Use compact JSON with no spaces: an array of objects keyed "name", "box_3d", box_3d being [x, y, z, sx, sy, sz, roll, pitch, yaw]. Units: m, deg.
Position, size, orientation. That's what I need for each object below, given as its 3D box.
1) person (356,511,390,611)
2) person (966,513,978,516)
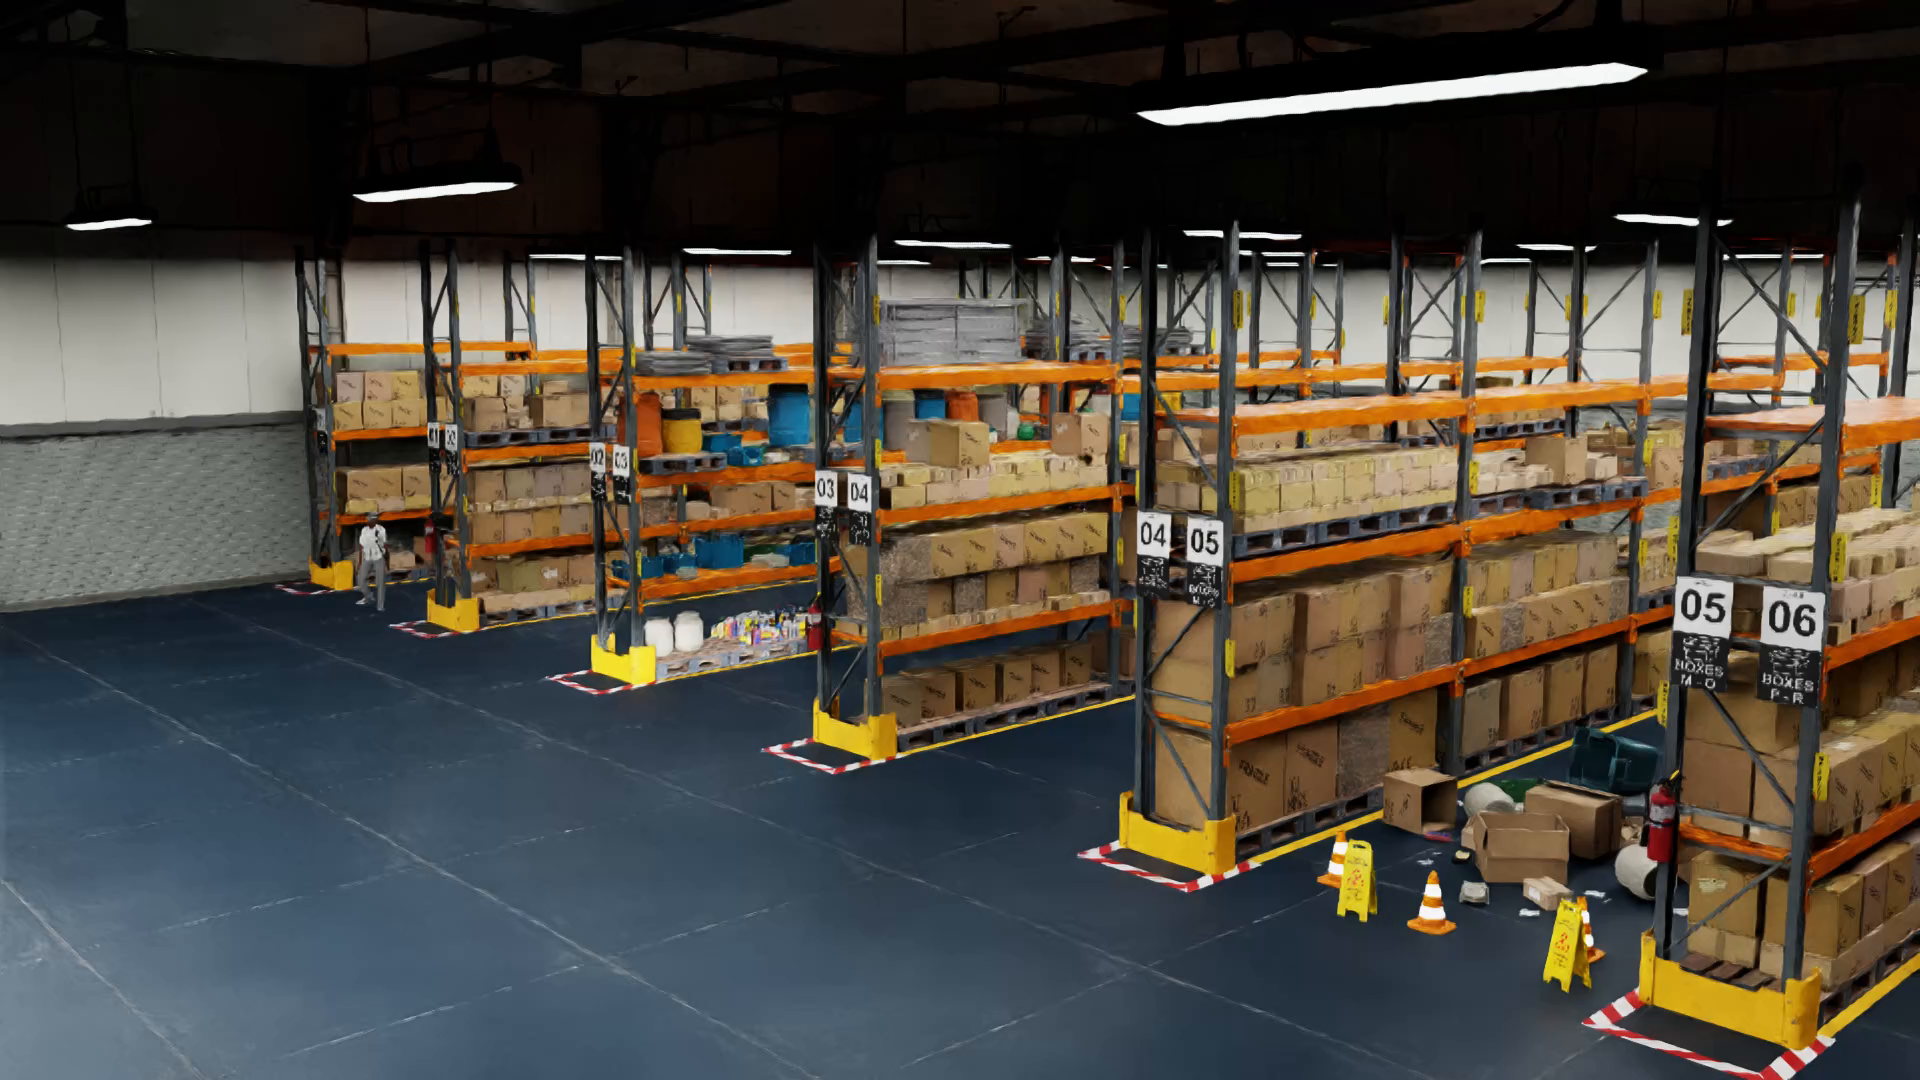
[{"name":"person","box_3d":[-9.753,0.324,27.494,0.658,1.662,0.510,1,8,5]},{"name":"person","box_3d":[0.265,0.371,24.999,0.735,1.712,0.906,5,10,30]}]
